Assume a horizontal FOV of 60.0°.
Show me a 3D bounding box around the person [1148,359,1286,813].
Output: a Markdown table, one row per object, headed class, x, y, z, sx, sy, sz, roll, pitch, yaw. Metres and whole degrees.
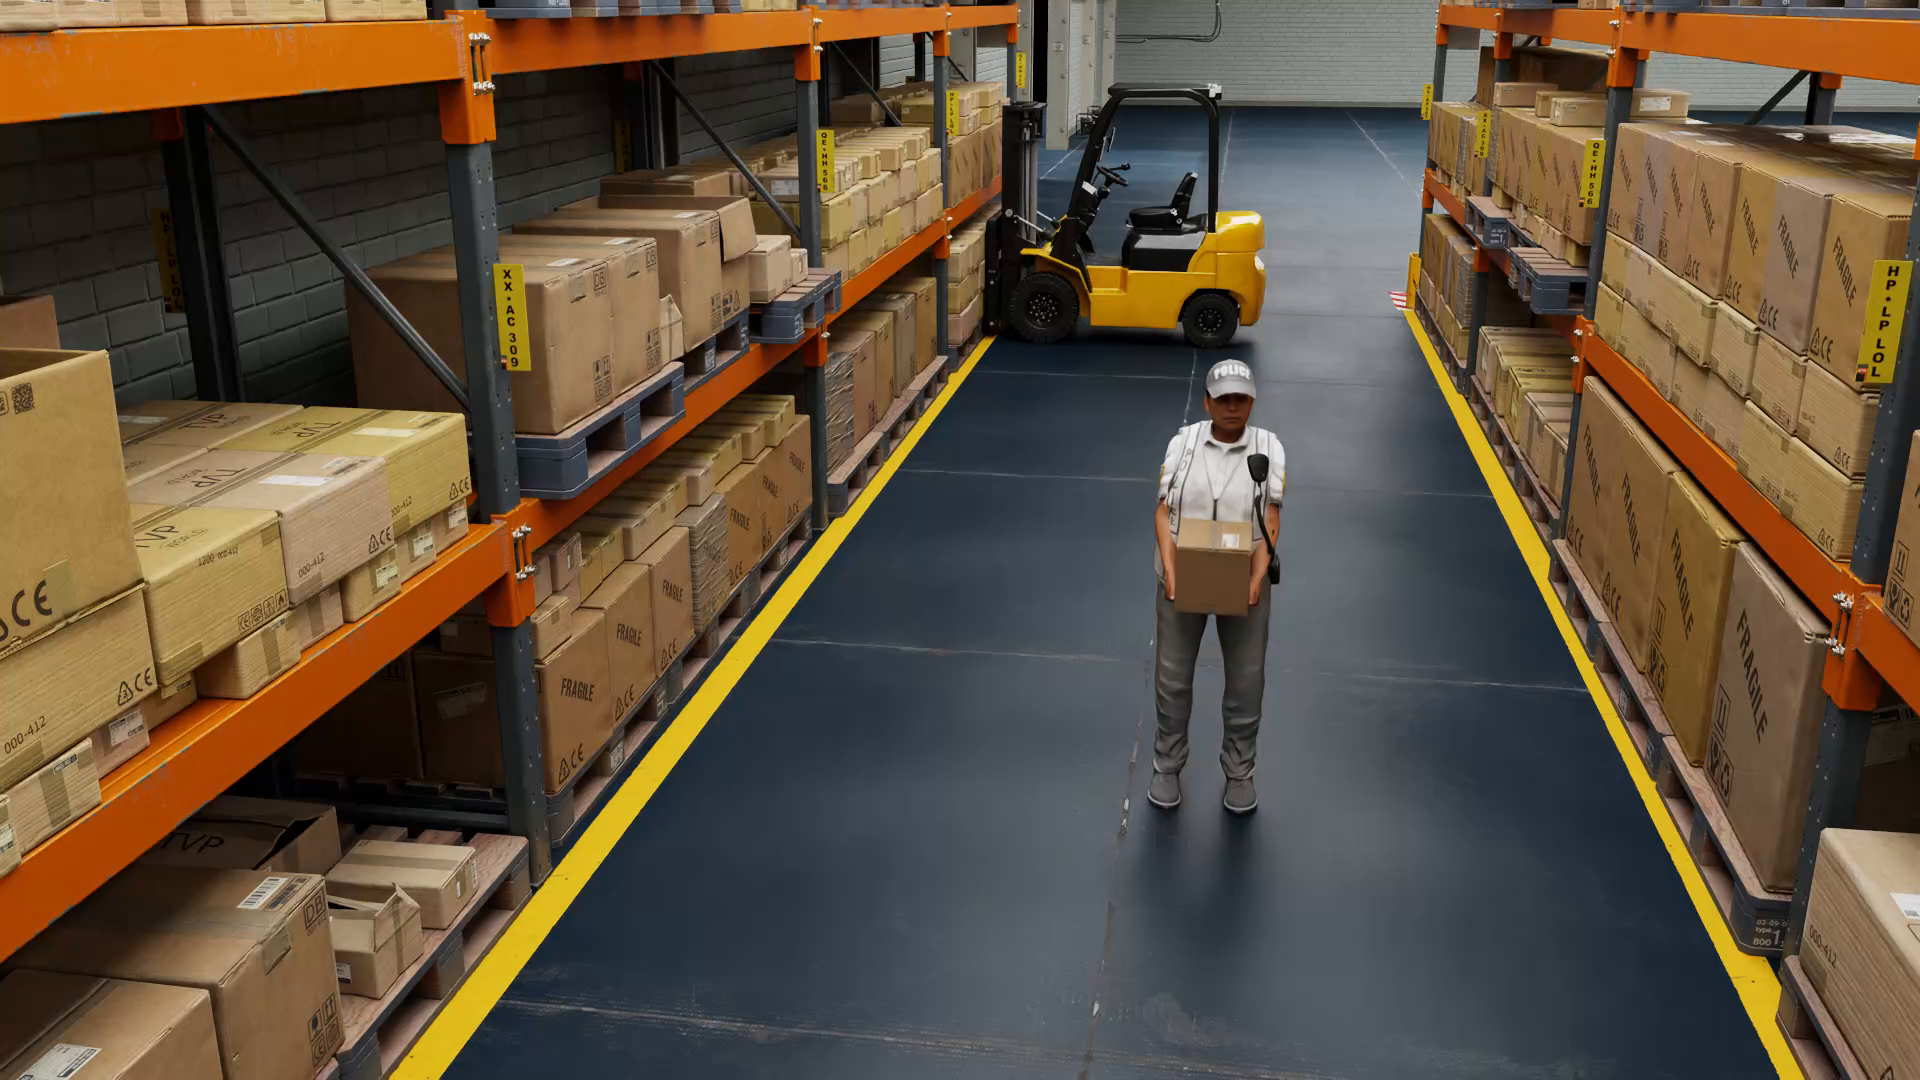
| class | x | y | z | sx | sy | sz | roll | pitch | yaw |
| --- | --- | --- | --- | --- | --- | --- | --- | --- | --- |
| person | 0.918 | 0.190 | 5.984 | 0.454 | 1.655 | 0.535 | 3 | 18 | 10 |
